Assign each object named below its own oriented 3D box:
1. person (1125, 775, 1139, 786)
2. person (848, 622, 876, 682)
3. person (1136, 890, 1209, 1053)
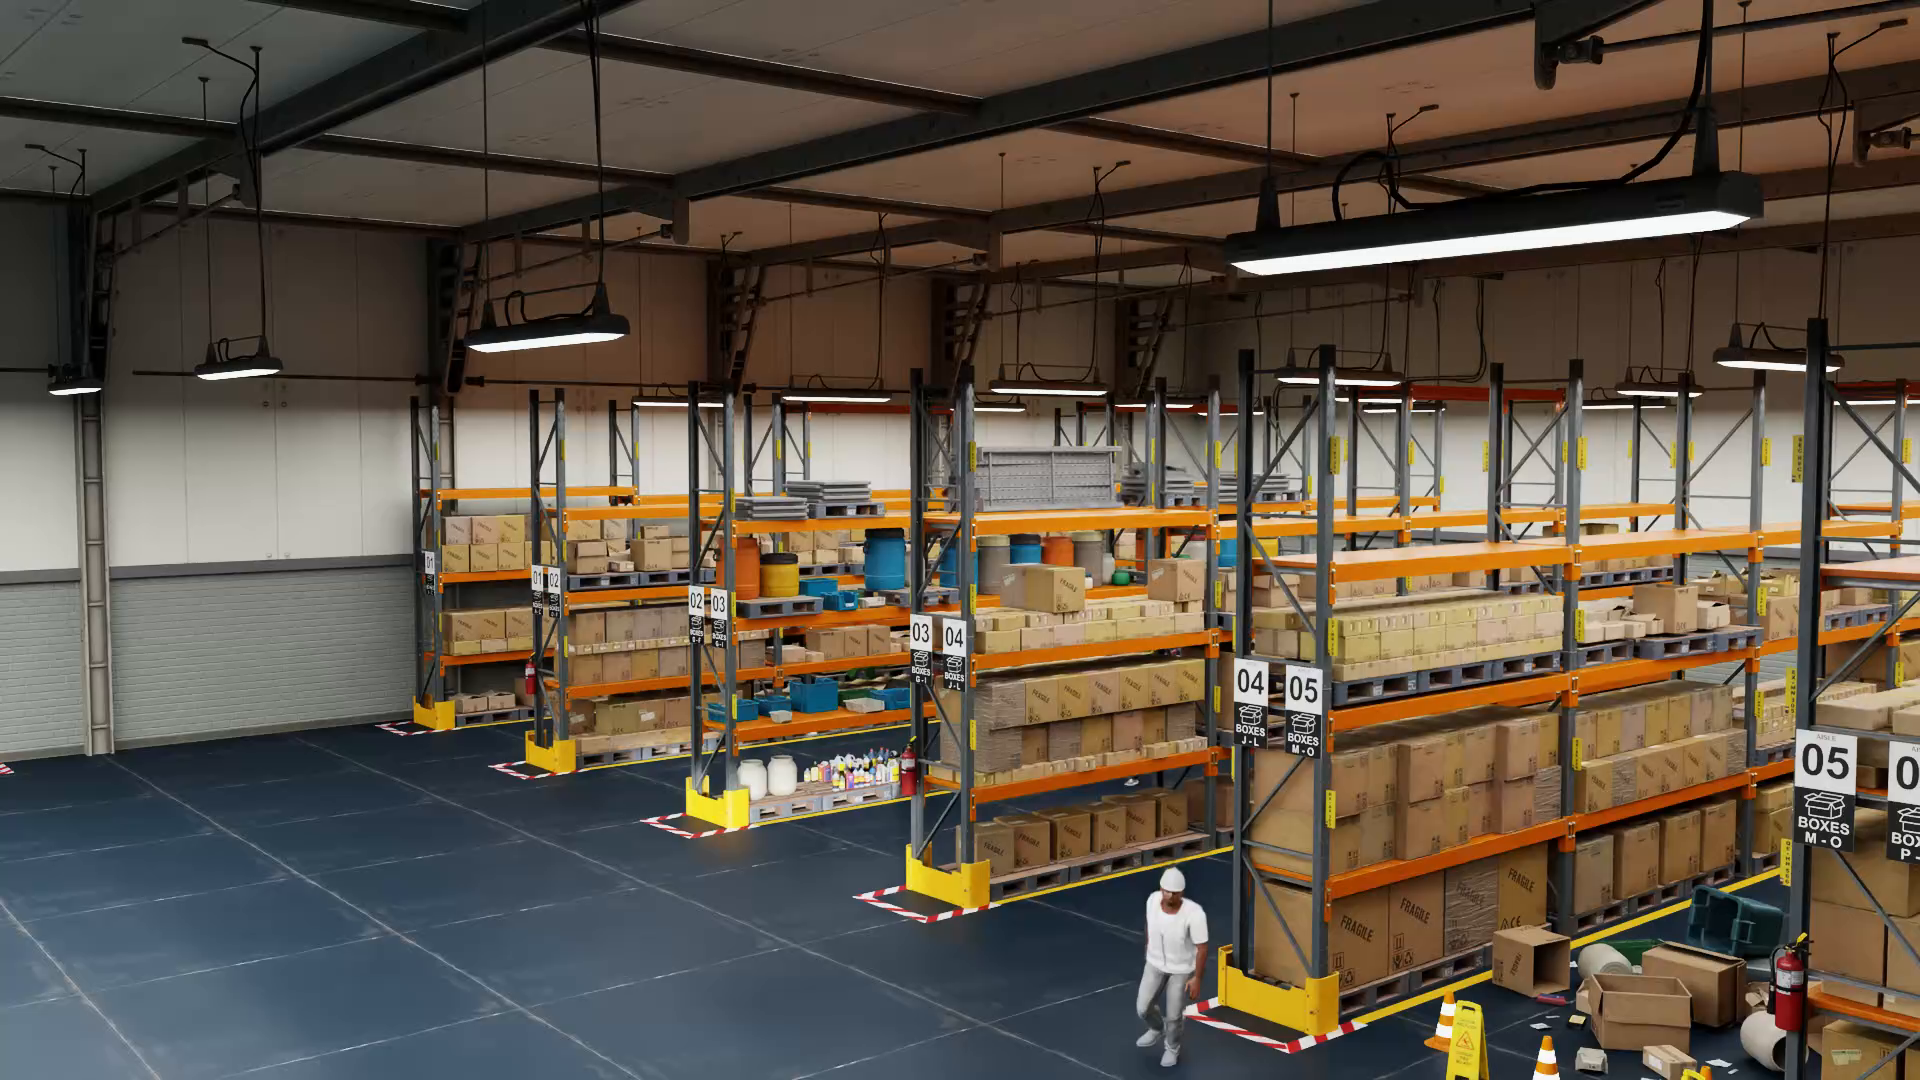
[{"bbox_3d":[2.656,2.897,25.101,0.520,1.583,0.566,-1,4,-23],"label":"person"},{"bbox_3d":[-1.959,2.405,33.075,0.666,1.672,0.603,1,3,12],"label":"person"},{"bbox_3d":[1.791,3.573,13.678,0.601,1.409,0.520,2,4,27],"label":"person"}]
